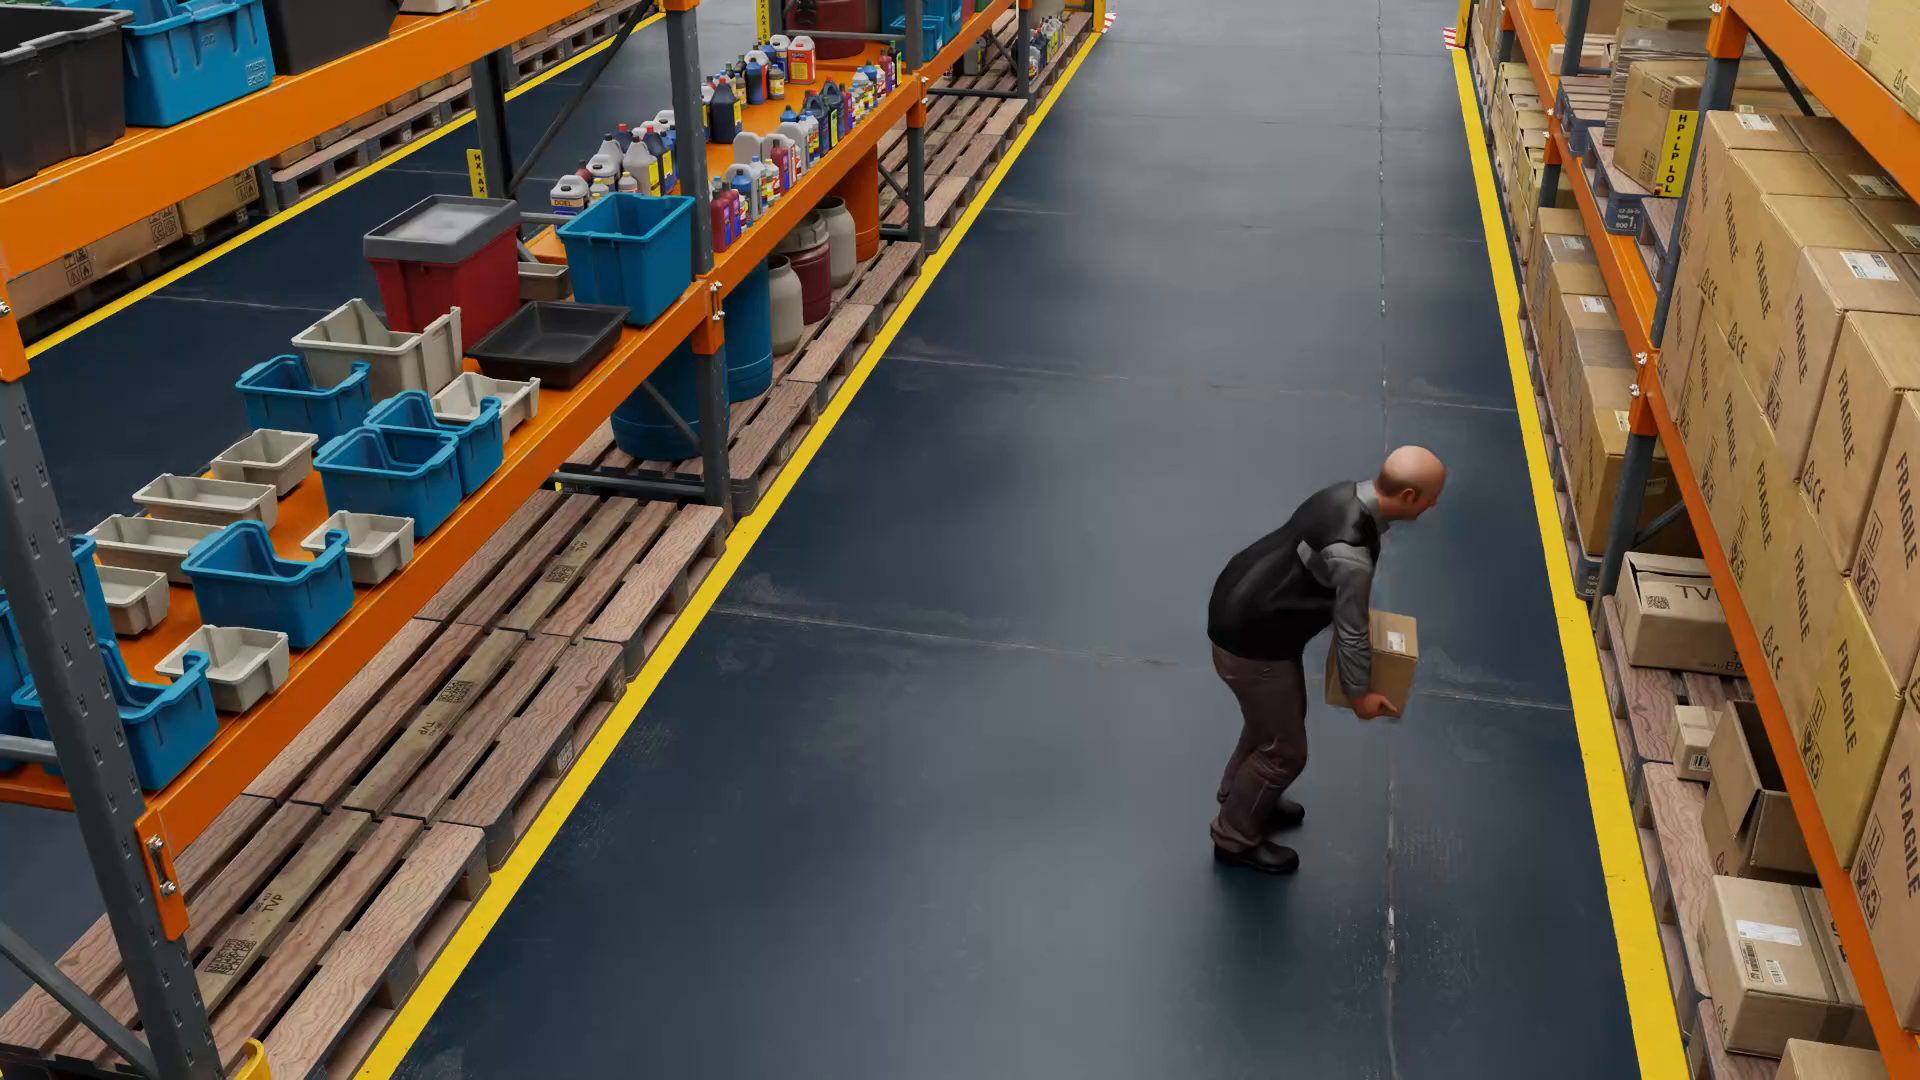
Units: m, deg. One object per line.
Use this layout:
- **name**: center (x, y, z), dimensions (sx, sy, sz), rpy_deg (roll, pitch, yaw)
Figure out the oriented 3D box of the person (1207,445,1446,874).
- **person**: center (1.179, 0.386, 5.602), dimensions (0.700, 1.575, 0.473), rpy_deg (5, 29, 10)
